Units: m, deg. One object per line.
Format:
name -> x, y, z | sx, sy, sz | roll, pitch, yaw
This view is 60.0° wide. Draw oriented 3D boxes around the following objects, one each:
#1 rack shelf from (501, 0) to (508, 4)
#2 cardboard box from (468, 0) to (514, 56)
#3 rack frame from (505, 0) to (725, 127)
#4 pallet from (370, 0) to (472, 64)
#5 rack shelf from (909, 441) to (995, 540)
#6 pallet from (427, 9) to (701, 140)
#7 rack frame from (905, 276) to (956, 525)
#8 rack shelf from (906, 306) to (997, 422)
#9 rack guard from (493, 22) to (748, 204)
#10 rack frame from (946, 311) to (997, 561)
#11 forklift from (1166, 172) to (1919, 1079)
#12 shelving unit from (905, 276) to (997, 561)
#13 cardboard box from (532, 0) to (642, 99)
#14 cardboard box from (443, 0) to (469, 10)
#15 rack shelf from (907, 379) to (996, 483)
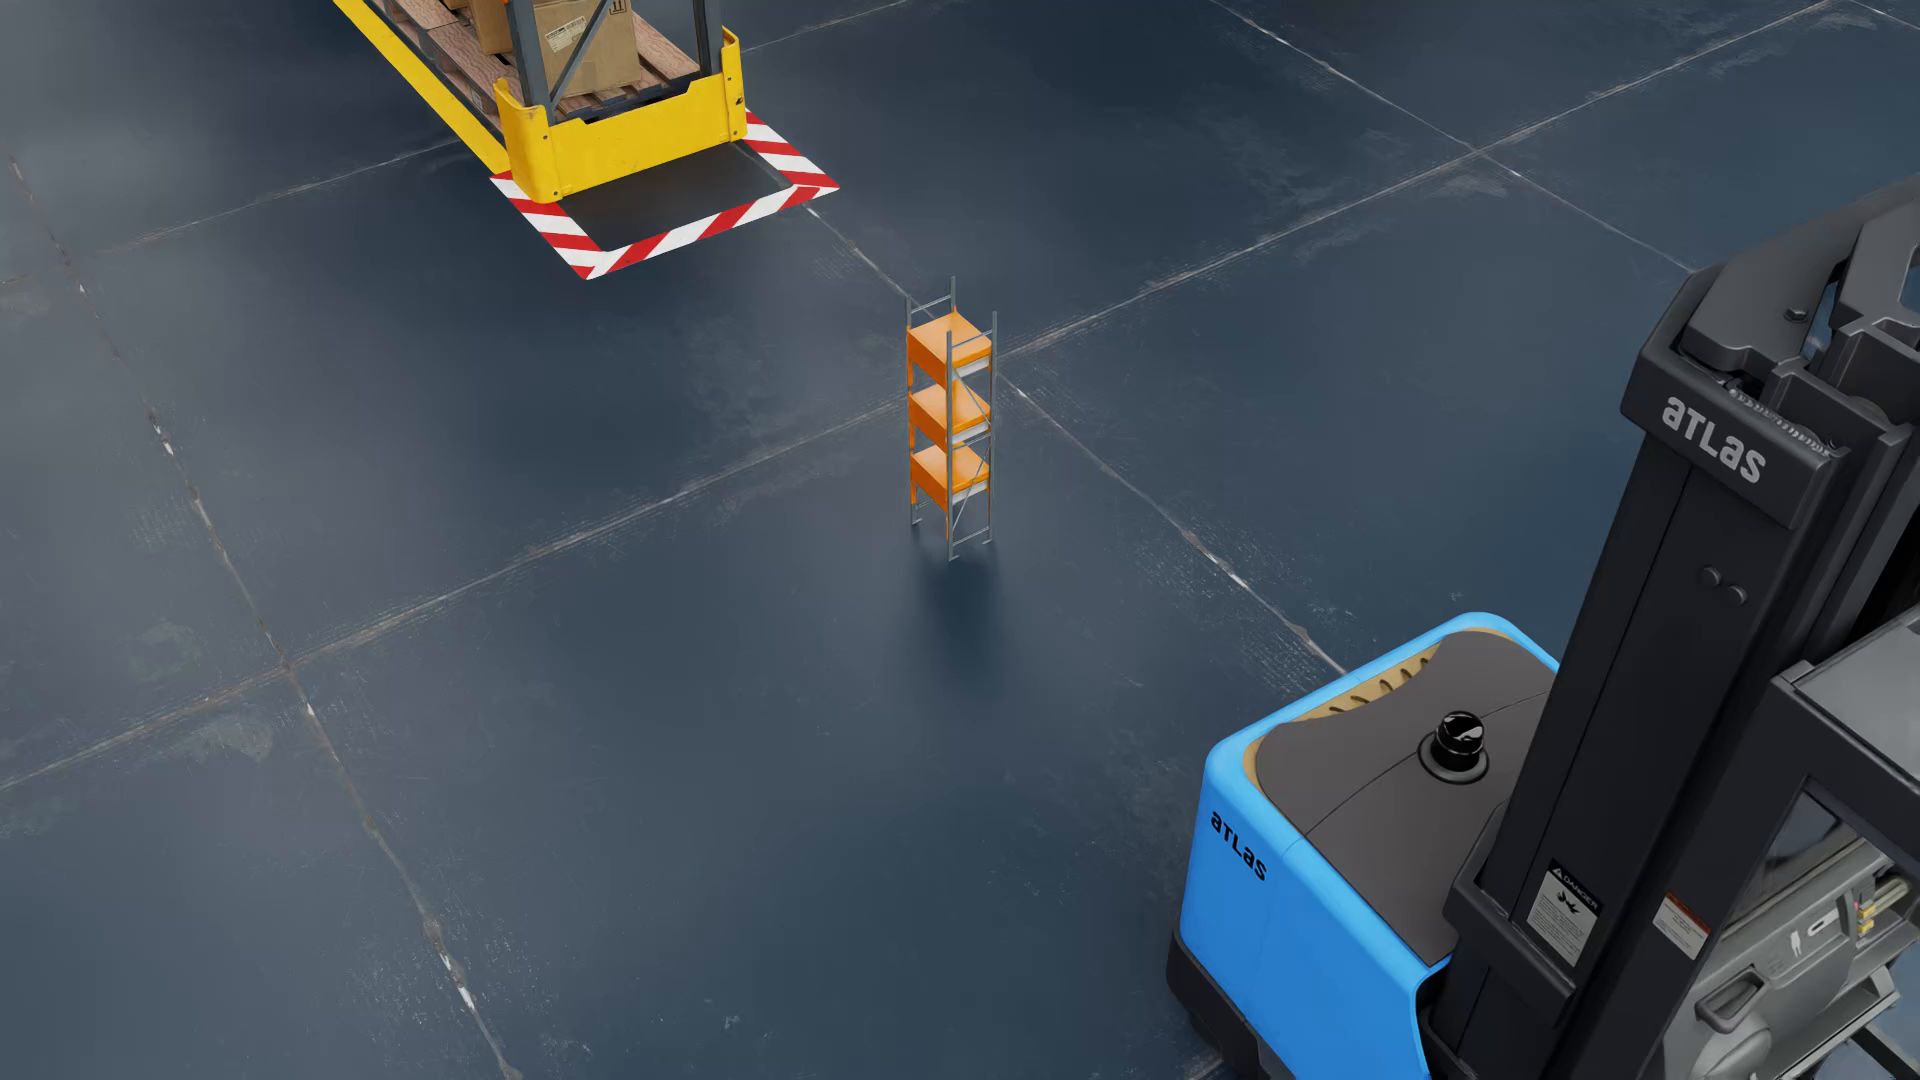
rack shelf -> -2.726, -3.828, 8.608 | 1.077, 0.370, 4.000 | -26, 49, -24
cardboard box -> -2.295, -2.888, 8.609 | 0.500, 0.500, 0.500 | -14, 45, -14
rack frame -> -1.582, -2.955, 7.173 | 1.000, 3.000, 0.127 | -26, 49, -24
pallet -> -2.755, -3.154, 9.401 | 1.003, 0.211, 1.213 | -26, 49, -24
rack shelf -> -0.031, -0.201, 6.118 | 0.215, 0.259, 0.240 | -26, 49, -24
pallet -> -2.061, -2.464, 8.678 | 1.003, 0.211, 1.213 | -26, 49, -24
rack frame -> -0.100, -0.479, 5.992 | 0.200, 1.050, 0.008 | -26, 49, -24
rack shelf -> -0.031, -0.608, 5.731 | 0.215, 0.259, 0.240 | -26, 49, -24
rack guard -> -1.625, -2.094, 8.081 | 1.175, 0.500, 0.348 | -26, 49, -24
rack frame -> 0.039, -0.341, 5.847 | 0.200, 1.050, 0.008 | -26, 49, -24
forklift -> 1.806, 0.927, 3.157 | 1.130, 2.935, 3.031 | -23, 48, -23
shelving unit -> -0.031, -0.410, 5.919 | 0.215, 1.050, 0.252 | -26, 49, -24
cardboard box -> -1.925, -2.563, 8.269 | 0.500, 0.500, 0.500 | -17, 46, -17
cardboard box -> -2.638, -3.250, 8.988 | 0.500, 0.500, 0.500 | -21, 48, -21
rack shelf -> -0.031, -0.402, 5.927 | 0.215, 0.259, 0.240 | -26, 49, -24
